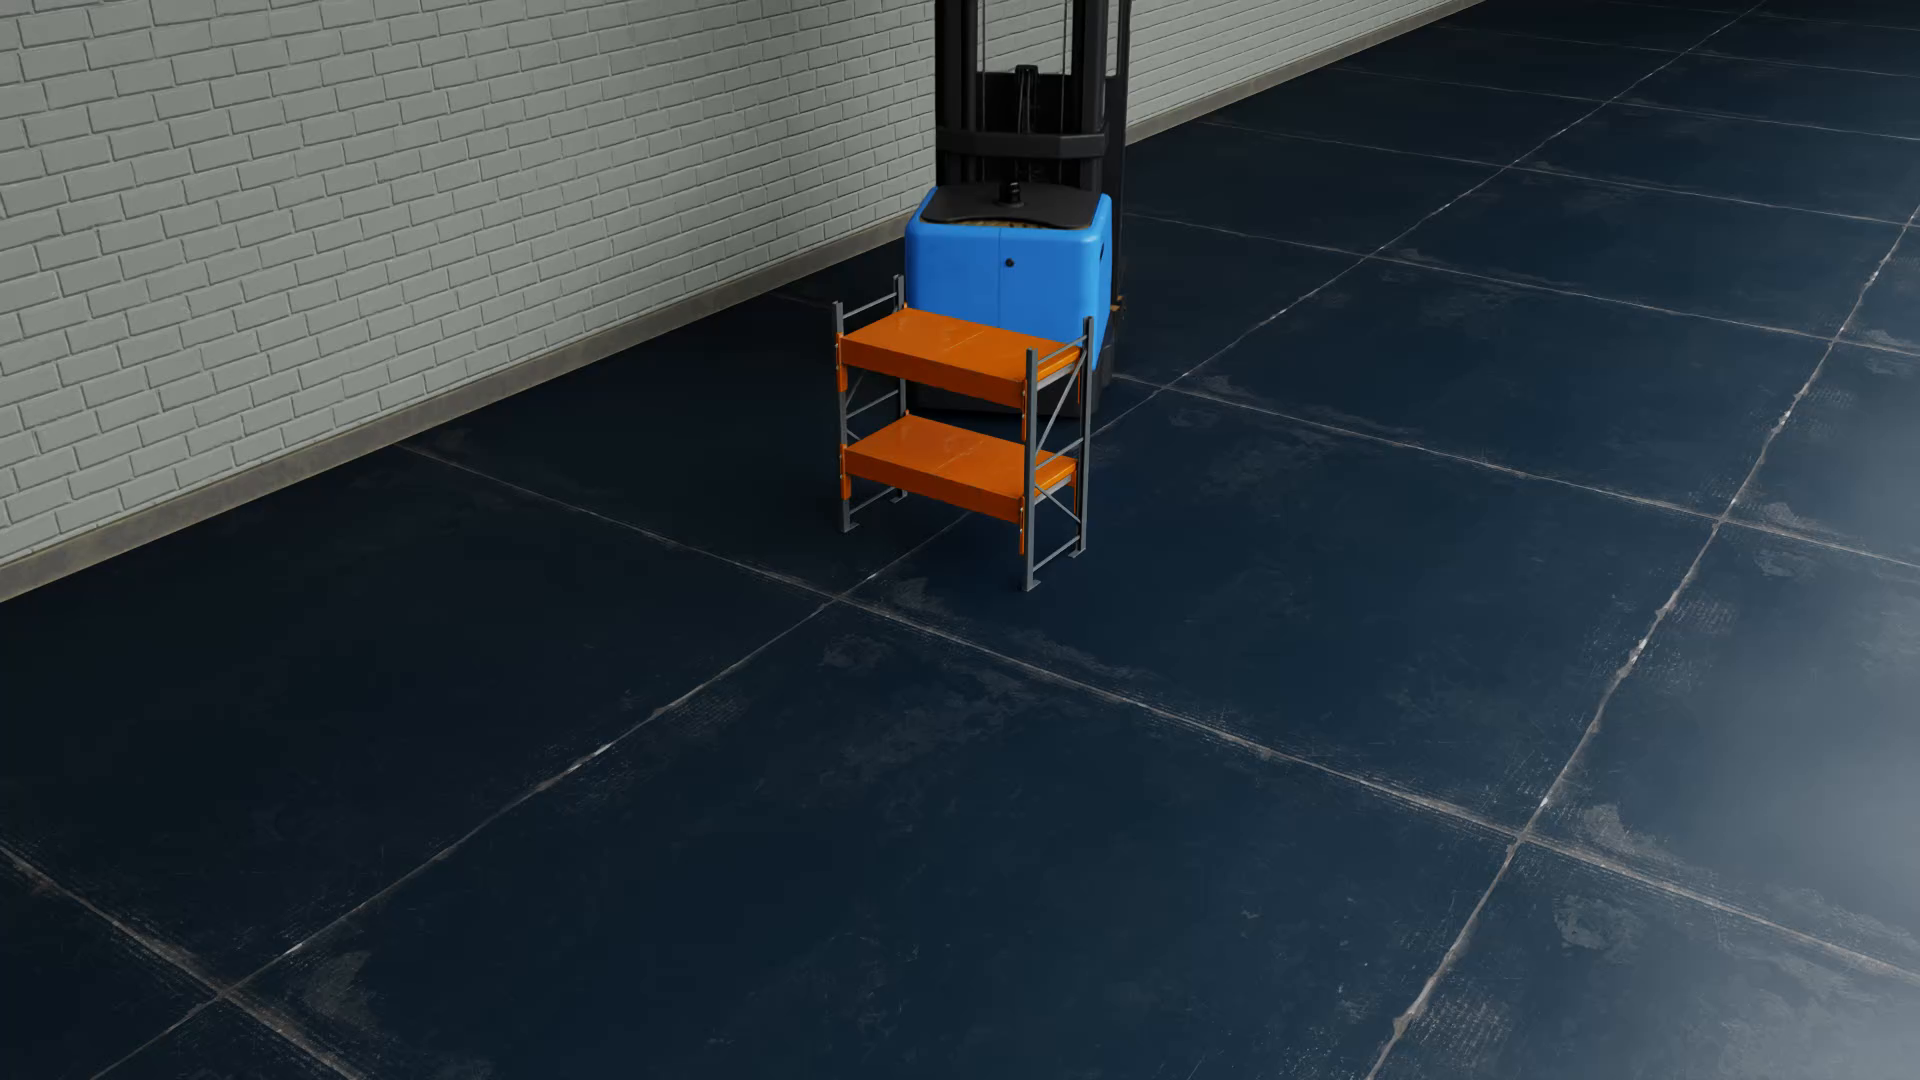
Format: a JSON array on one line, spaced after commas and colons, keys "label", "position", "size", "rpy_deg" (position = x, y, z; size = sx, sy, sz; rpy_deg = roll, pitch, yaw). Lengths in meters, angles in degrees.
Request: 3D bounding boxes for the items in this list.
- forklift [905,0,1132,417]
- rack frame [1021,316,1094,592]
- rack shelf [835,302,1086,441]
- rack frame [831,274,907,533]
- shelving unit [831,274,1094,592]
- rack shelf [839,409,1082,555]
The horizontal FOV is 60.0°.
[{"label": "forklift", "position": [0.442, -2.605, 9.637], "size": [1.130, 2.935, 3.031], "rpy_deg": [4, 27, 8]}, {"label": "rack frame", "position": [0.425, -0.369, 7.235], "size": [0.032, 1.125, 0.500], "rpy_deg": [17, 32, 30]}, {"label": "rack shelf", "position": [0.006, -0.760, 7.359], "size": [1.000, 0.278, 0.538], "rpy_deg": [17, 32, 30]}, {"label": "rack frame", "position": [-0.413, -0.630, 7.748], "size": [0.032, 1.125, 0.500], "rpy_deg": [17, 32, 30]}, {"label": "shelving unit", "position": [0.006, -0.500, 7.491], "size": [1.048, 1.125, 0.538], "rpy_deg": [17, 32, 30]}, {"label": "rack shelf", "position": [0.006, -0.282, 7.602], "size": [1.000, 0.278, 0.538], "rpy_deg": [17, 32, 30]}]
